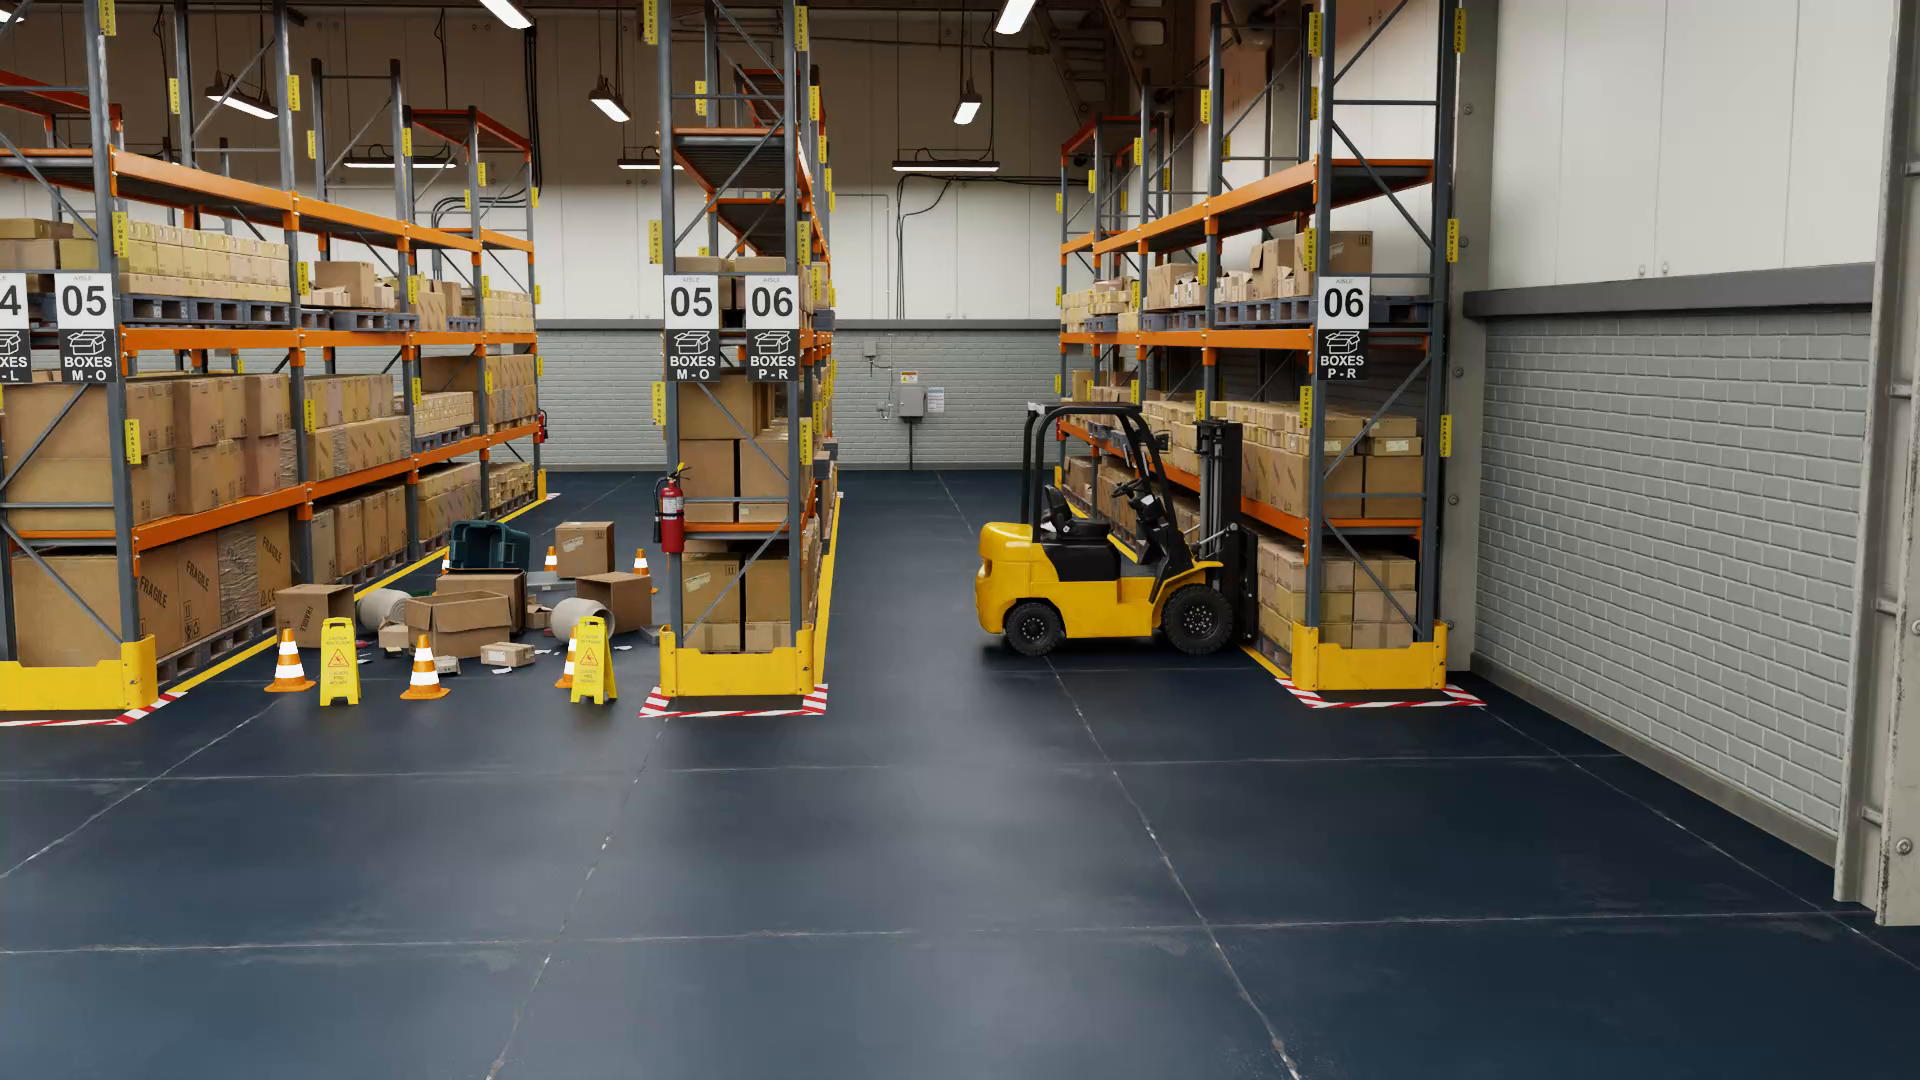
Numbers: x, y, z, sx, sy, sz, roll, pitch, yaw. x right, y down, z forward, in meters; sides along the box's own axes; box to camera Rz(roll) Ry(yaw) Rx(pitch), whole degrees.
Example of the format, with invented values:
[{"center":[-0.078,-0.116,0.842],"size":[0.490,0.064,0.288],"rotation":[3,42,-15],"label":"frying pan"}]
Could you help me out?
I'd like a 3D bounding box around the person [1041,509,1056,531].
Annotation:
[{"center":[1.014,0.166,17.405],"size":[0.506,0.946,0.850],"rotation":[0,7,-4],"label":"person"}]
